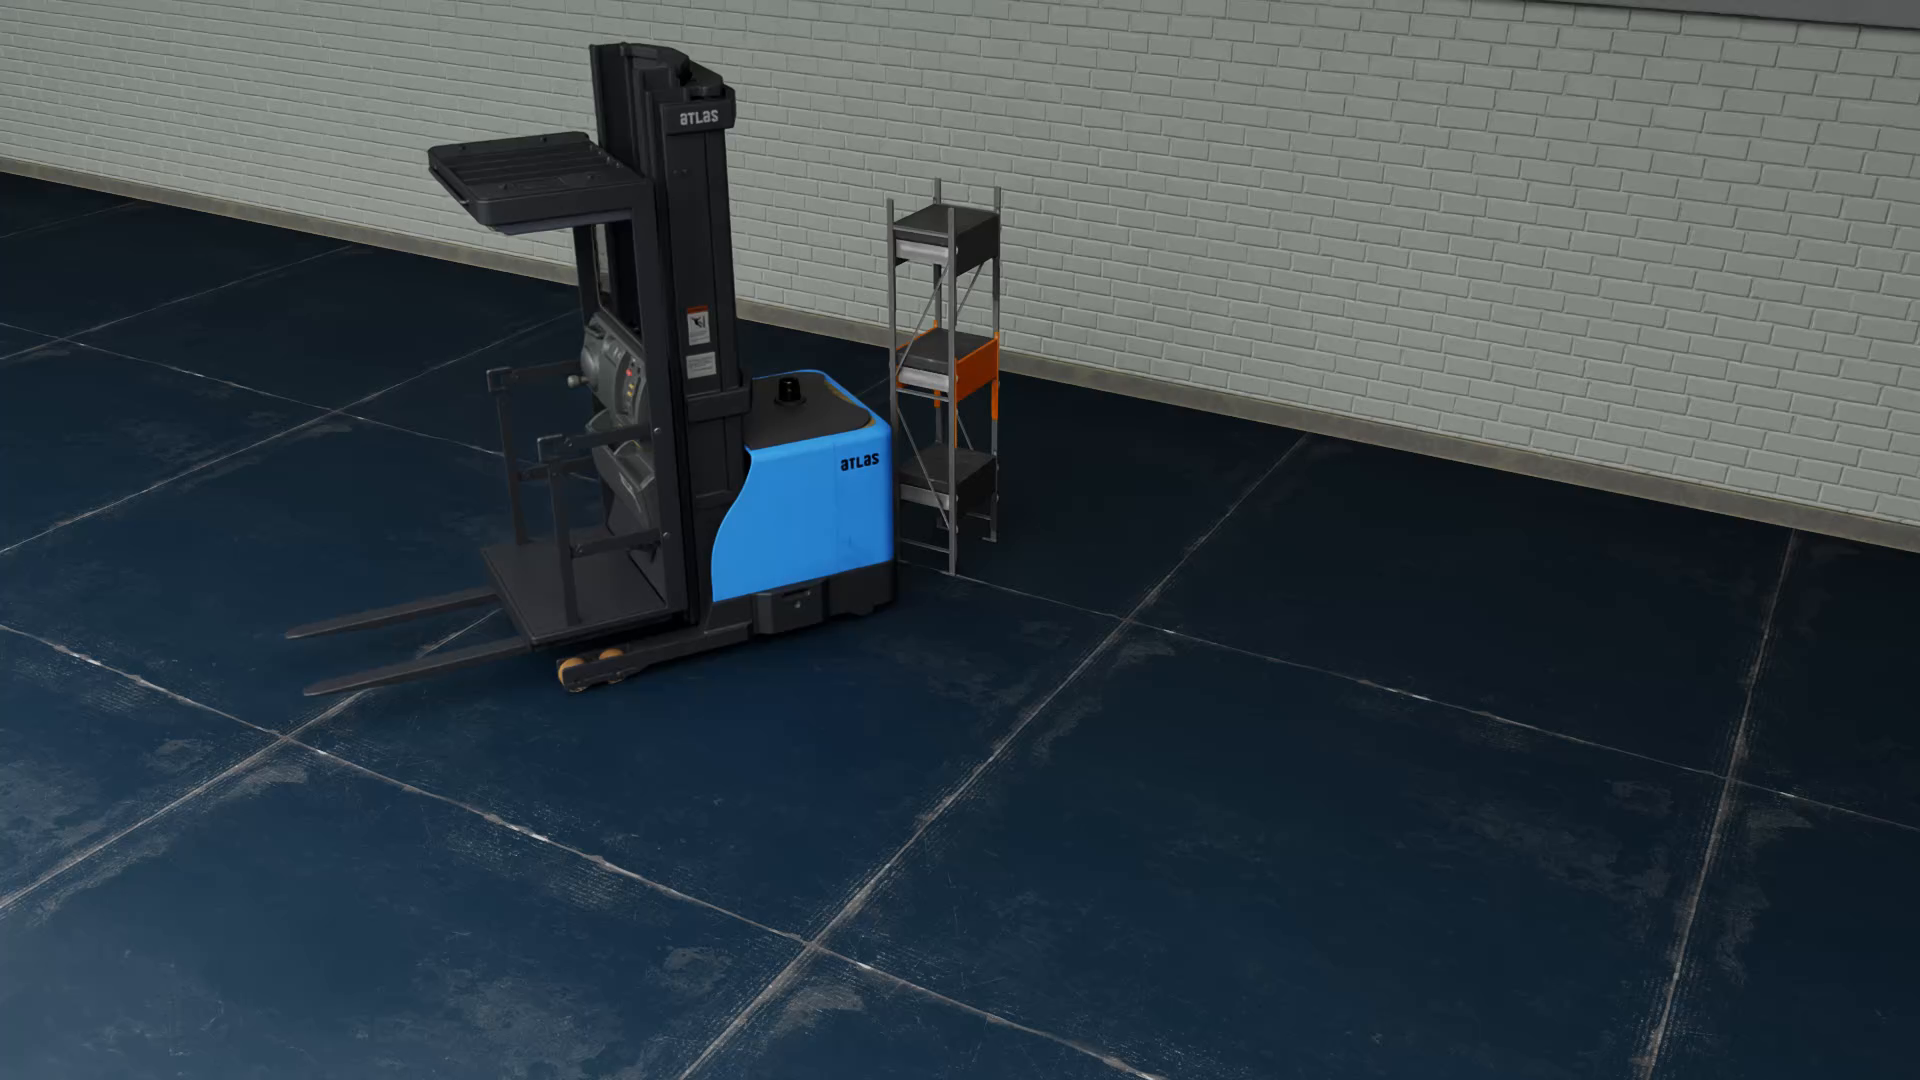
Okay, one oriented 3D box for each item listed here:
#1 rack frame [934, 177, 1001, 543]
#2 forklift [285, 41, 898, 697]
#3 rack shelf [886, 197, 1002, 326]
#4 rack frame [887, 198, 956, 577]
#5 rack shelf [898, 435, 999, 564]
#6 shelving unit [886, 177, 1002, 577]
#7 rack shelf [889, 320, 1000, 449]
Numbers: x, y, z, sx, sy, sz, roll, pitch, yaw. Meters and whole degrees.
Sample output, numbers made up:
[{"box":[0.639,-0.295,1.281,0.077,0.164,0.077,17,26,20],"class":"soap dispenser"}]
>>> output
[{"box":[0.039,-0.970,9.341,0.400,2.100,0.015,14,30,26],"class":"rack frame"},{"box":[-1.885,-0.827,8.127,3.031,2.935,1.130,-13,29,-24],"class":"forklift"},{"box":[-0.081,-1.488,8.844,0.431,0.518,0.480,14,30,26],"class":"rack shelf"},{"box":[-0.201,-0.779,8.961,0.400,2.100,0.015,14,30,26],"class":"rack frame"},{"box":[-0.081,-0.236,9.471,0.431,0.518,0.480,14,30,26],"class":"rack shelf"},{"box":[-0.081,-0.874,9.151,0.431,2.100,0.503,14,30,26],"class":"shelving unit"},{"box":[-0.081,-0.862,9.157,0.431,0.518,0.480,14,30,26],"class":"rack shelf"}]
